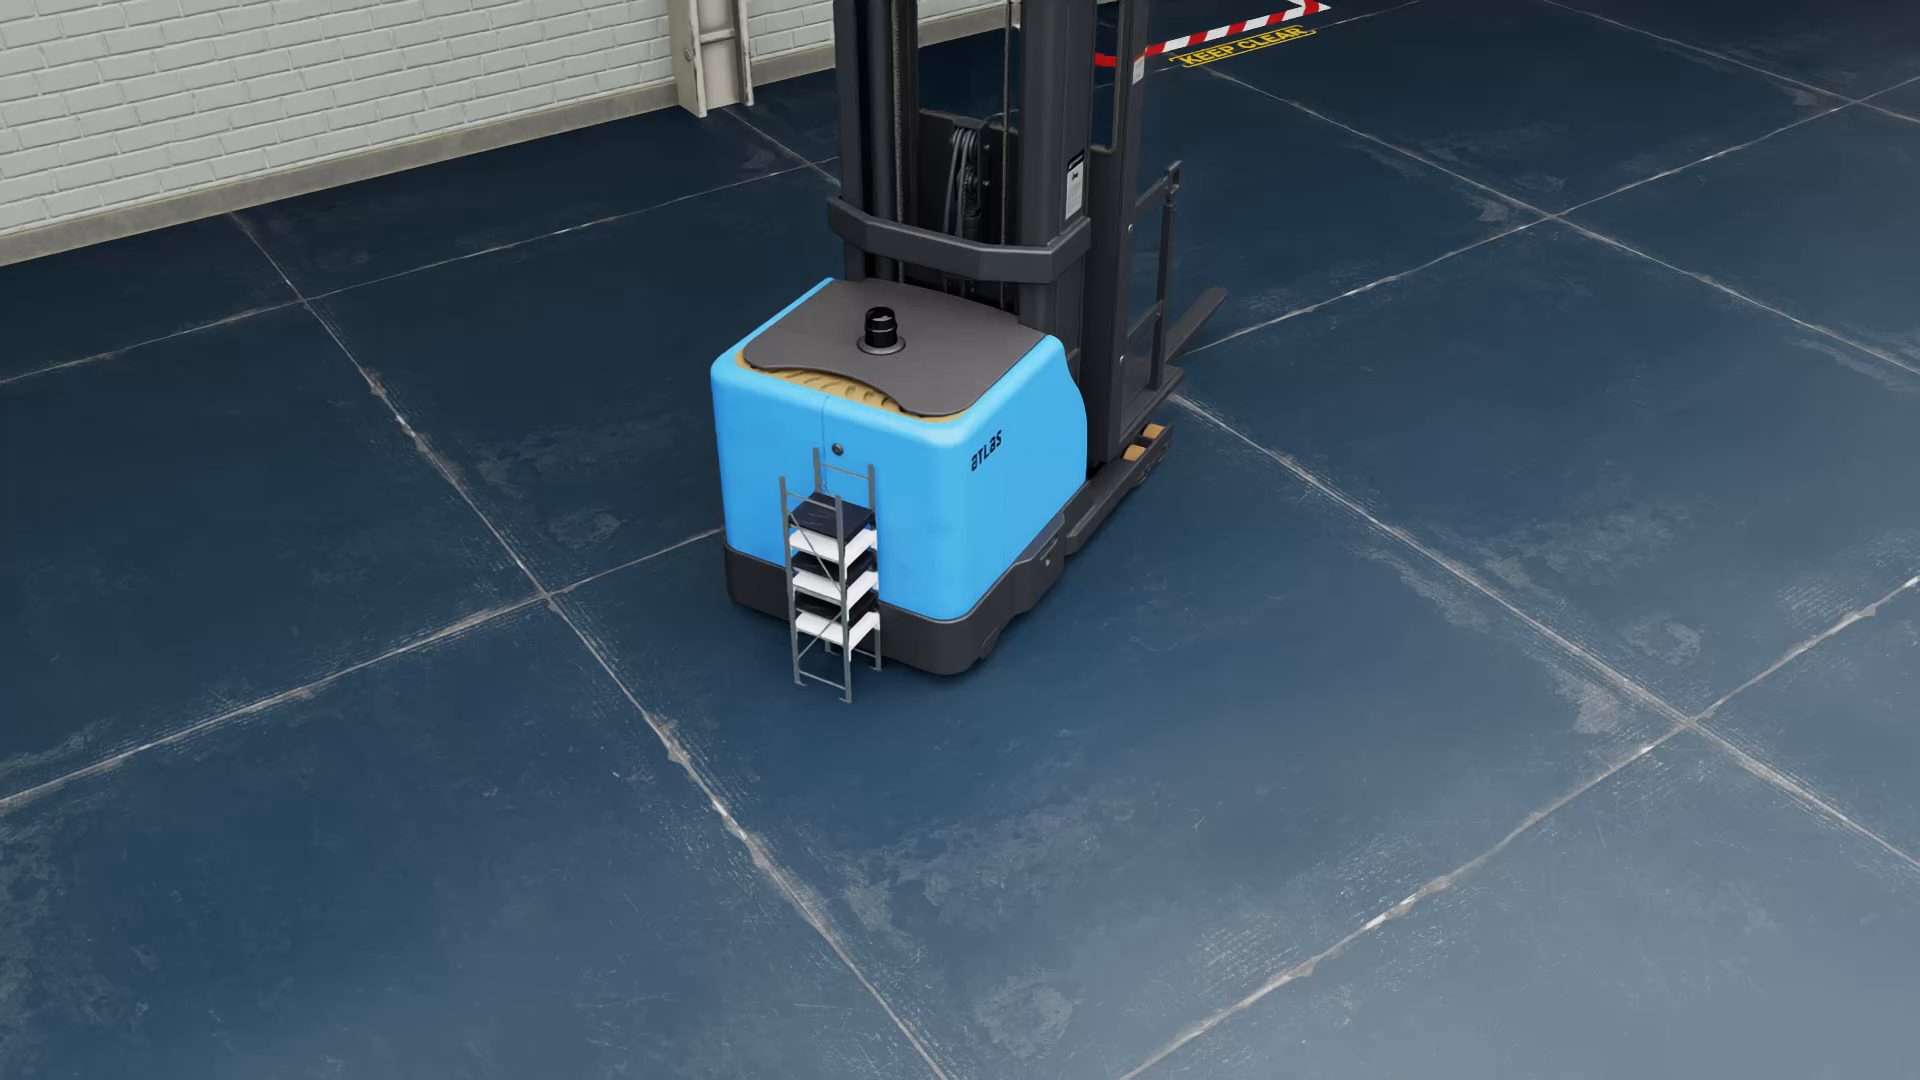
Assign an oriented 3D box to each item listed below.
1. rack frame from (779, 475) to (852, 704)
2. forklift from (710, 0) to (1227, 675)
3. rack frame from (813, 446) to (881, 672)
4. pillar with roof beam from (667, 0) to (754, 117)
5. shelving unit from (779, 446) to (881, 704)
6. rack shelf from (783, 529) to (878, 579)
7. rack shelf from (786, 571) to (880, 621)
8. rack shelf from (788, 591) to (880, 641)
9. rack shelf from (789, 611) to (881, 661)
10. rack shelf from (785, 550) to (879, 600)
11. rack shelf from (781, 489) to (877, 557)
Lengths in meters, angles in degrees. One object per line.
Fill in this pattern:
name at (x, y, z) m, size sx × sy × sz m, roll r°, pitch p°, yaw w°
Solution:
rack frame at (-0.493, 0.186, 5.721) m, size 0.240 × 0.900 × 0.006 m, roll 18°, pitch 39°, yaw 23°
forklift at (0.268, -1.546, 6.389) m, size 1.130 × 2.935 × 3.031 m, roll 18°, pitch 39°, yaw 23°
rack frame at (-0.394, 0.082, 5.865) m, size 0.240 × 0.900 × 0.006 m, roll 18°, pitch 39°, yaw 23°
pillar with roof beam at (0.918, -4.389, 5.145) m, size 0.400 × 9.000 × 9.100 m, roll -22°, pitch 41°, yaw -28°
shelving unit at (-0.443, 0.134, 5.793) m, size 0.258 × 0.900 × 0.210 m, roll 18°, pitch 39°, yaw 23°
rack shelf at (-0.443, 0.015, 5.708) m, size 0.258 × 0.077 × 0.200 m, roll 18°, pitch 39°, yaw 23°
rack shelf at (-0.443, 0.161, 5.813) m, size 0.258 × 0.077 × 0.200 m, roll 18°, pitch 39°, yaw 23°
rack shelf at (-0.443, 0.234, 5.865) m, size 0.258 × 0.077 × 0.200 m, roll 18°, pitch 39°, yaw 23°
rack shelf at (-0.443, 0.307, 5.918) m, size 0.258 × 0.077 × 0.200 m, roll 18°, pitch 39°, yaw 23°
rack shelf at (-0.443, 0.088, 5.760) m, size 0.258 × 0.077 × 0.200 m, roll 18°, pitch 39°, yaw 23°
rack shelf at (-0.443, -0.058, 5.655) m, size 0.258 × 0.077 × 0.200 m, roll 18°, pitch 39°, yaw 23°
